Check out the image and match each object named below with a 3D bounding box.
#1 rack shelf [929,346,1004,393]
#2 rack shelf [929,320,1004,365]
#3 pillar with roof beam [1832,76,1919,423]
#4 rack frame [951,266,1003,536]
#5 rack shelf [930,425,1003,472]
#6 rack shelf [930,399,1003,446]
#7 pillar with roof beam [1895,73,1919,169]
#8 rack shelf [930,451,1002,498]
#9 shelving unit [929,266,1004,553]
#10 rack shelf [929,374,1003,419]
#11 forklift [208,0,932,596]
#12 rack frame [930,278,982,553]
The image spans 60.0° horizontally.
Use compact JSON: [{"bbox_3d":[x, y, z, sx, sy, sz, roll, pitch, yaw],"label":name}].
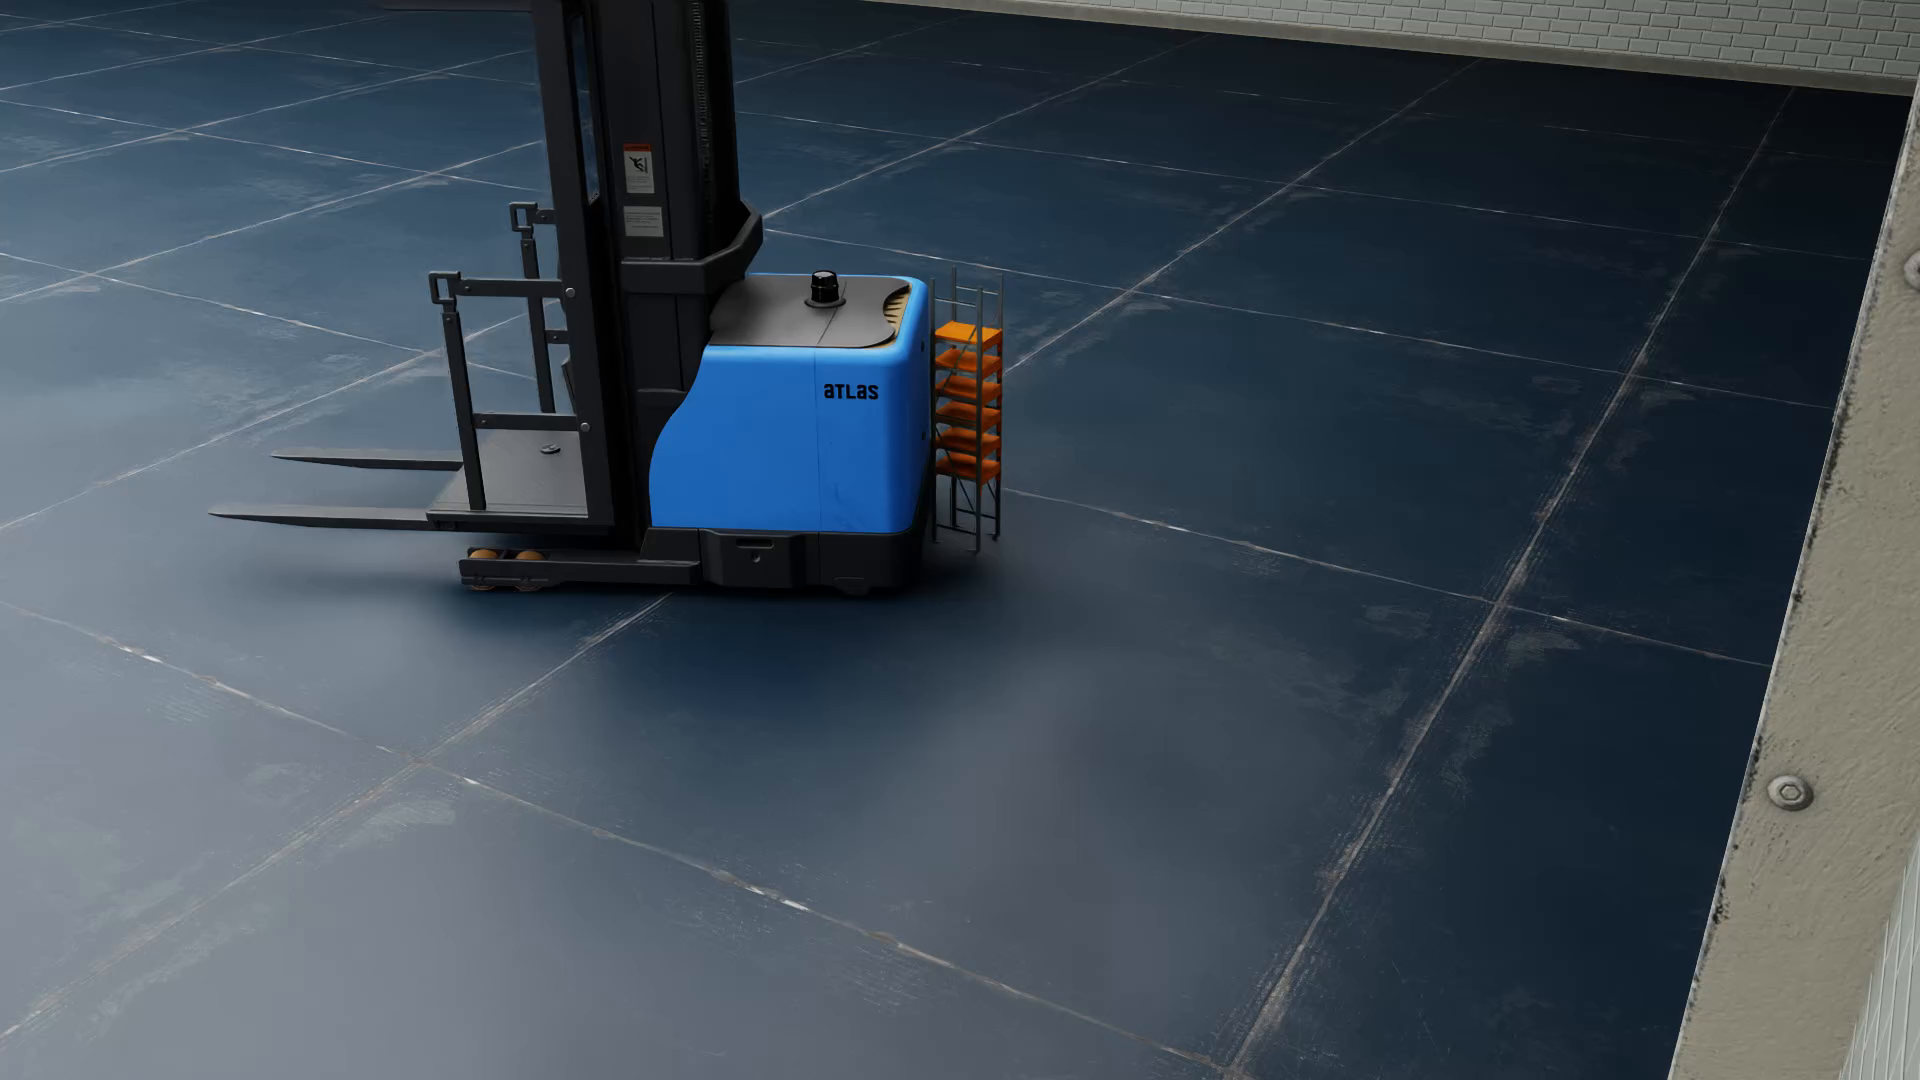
[{"bbox_3d":[0.027,-0.717,6.982,0.258,0.103,0.180,14,30,25],"label":"rack shelf"},{"bbox_3d":[0.027,-0.825,6.928,0.258,0.103,0.180,14,30,25],"label":"rack shelf"},{"bbox_3d":[0.958,-5.619,8.500,9.100,9.000,0.400,14,30,26],"label":"pillar with roof beam"},{"bbox_3d":[0.071,-0.579,7.142,0.240,1.200,0.006,14,30,25],"label":"rack frame"},{"bbox_3d":[0.027,-0.396,7.143,0.258,0.103,0.180,14,30,25],"label":"rack shelf"},{"bbox_3d":[0.027,-0.503,7.090,0.258,0.103,0.180,14,30,25],"label":"rack shelf"},{"bbox_3d":[3.910,-7.958,13.171,9.100,9.000,0.400,14,30,26],"label":"pillar with roof beam"},{"bbox_3d":[0.027,-0.288,7.197,0.258,0.103,0.180,14,30,25],"label":"rack shelf"},{"bbox_3d":[0.027,-0.543,7.070,0.258,1.200,0.189,14,30,25],"label":"shelving unit"},{"bbox_3d":[0.027,-0.610,7.036,0.258,0.103,0.180,14,30,25],"label":"rack shelf"},{"bbox_3d":[-1.664,-1.329,6.707,3.031,2.935,1.130,2,27,4],"label":"forklift"},{"bbox_3d":[-0.017,-0.507,6.998,0.240,1.200,0.006,14,30,25],"label":"rack frame"}]
